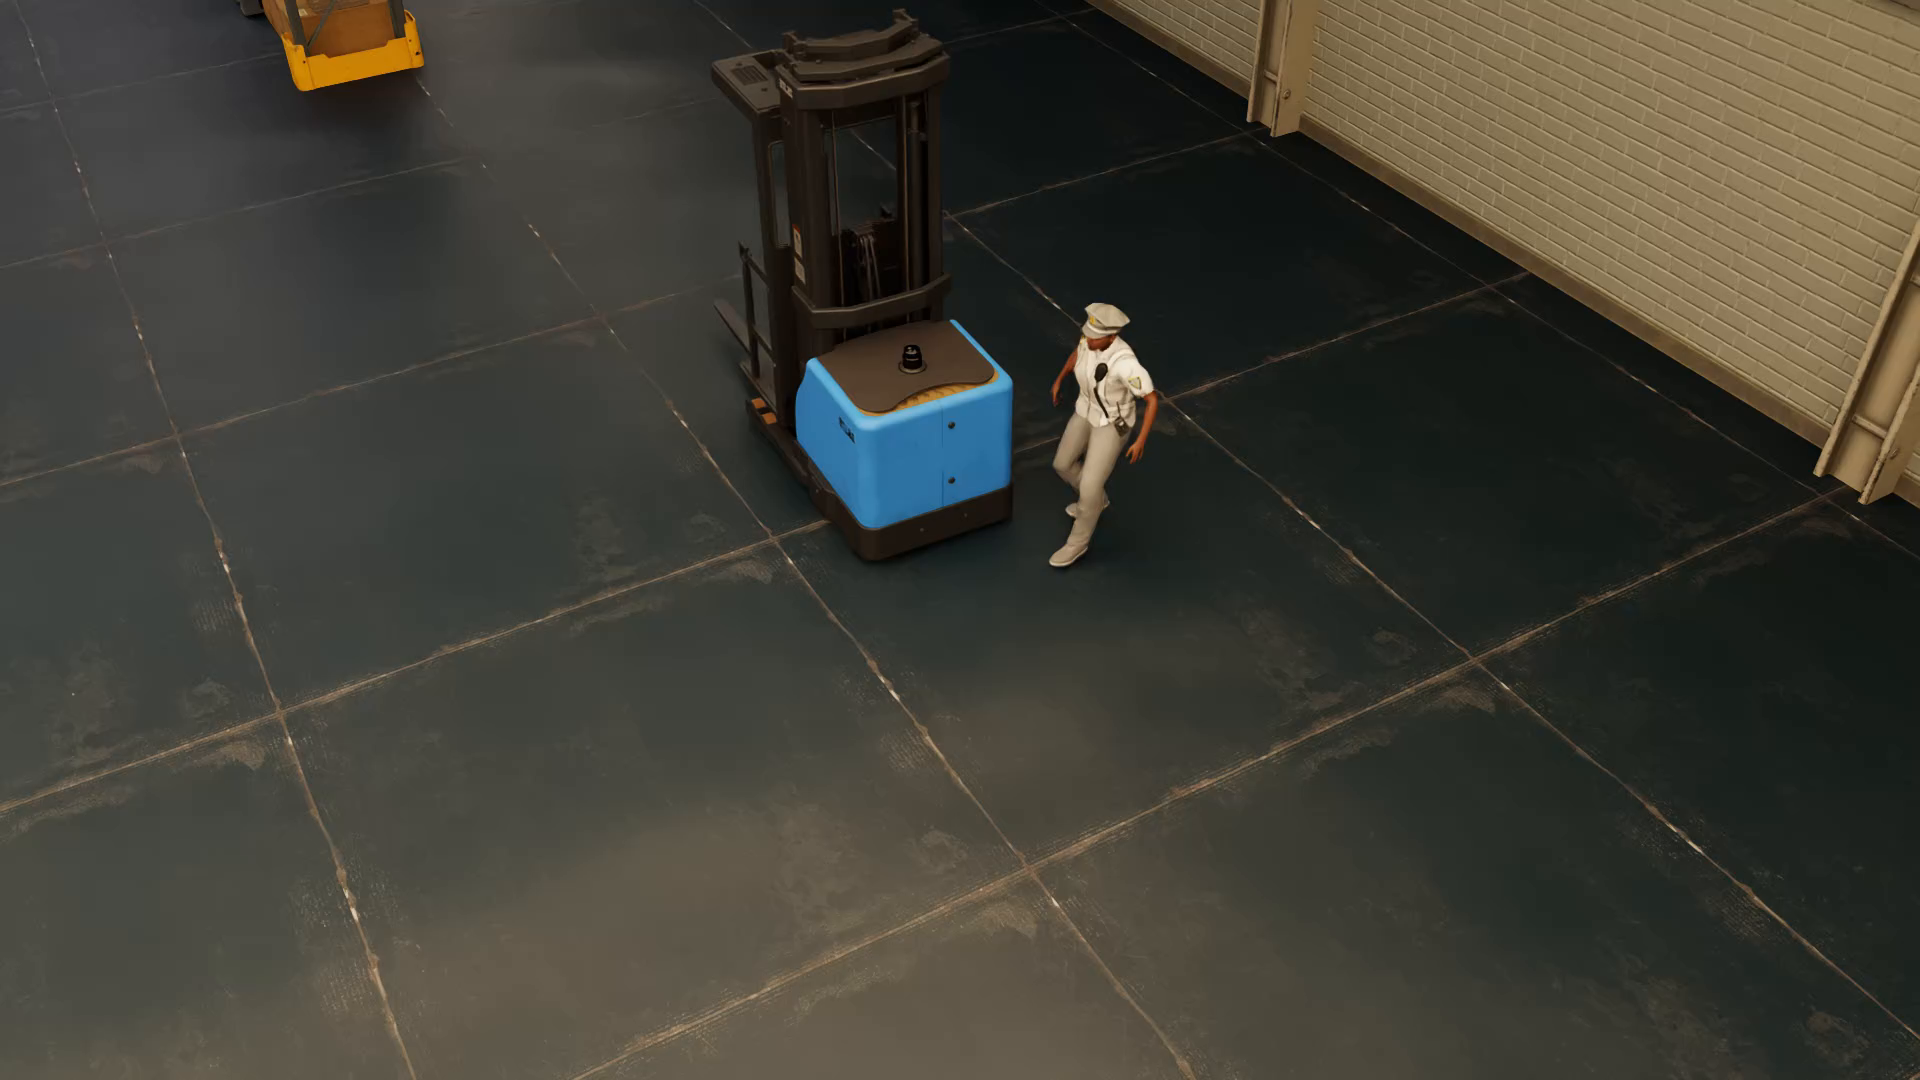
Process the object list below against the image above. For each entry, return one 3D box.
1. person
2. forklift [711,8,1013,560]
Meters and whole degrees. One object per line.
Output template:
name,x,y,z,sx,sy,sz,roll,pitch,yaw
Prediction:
person,0.713,-0.667,9.847,0.657,1.582,0.813,-22,45,-25
forklift,-0.796,-1.937,10.372,1.130,2.935,3.031,-18,43,-21
